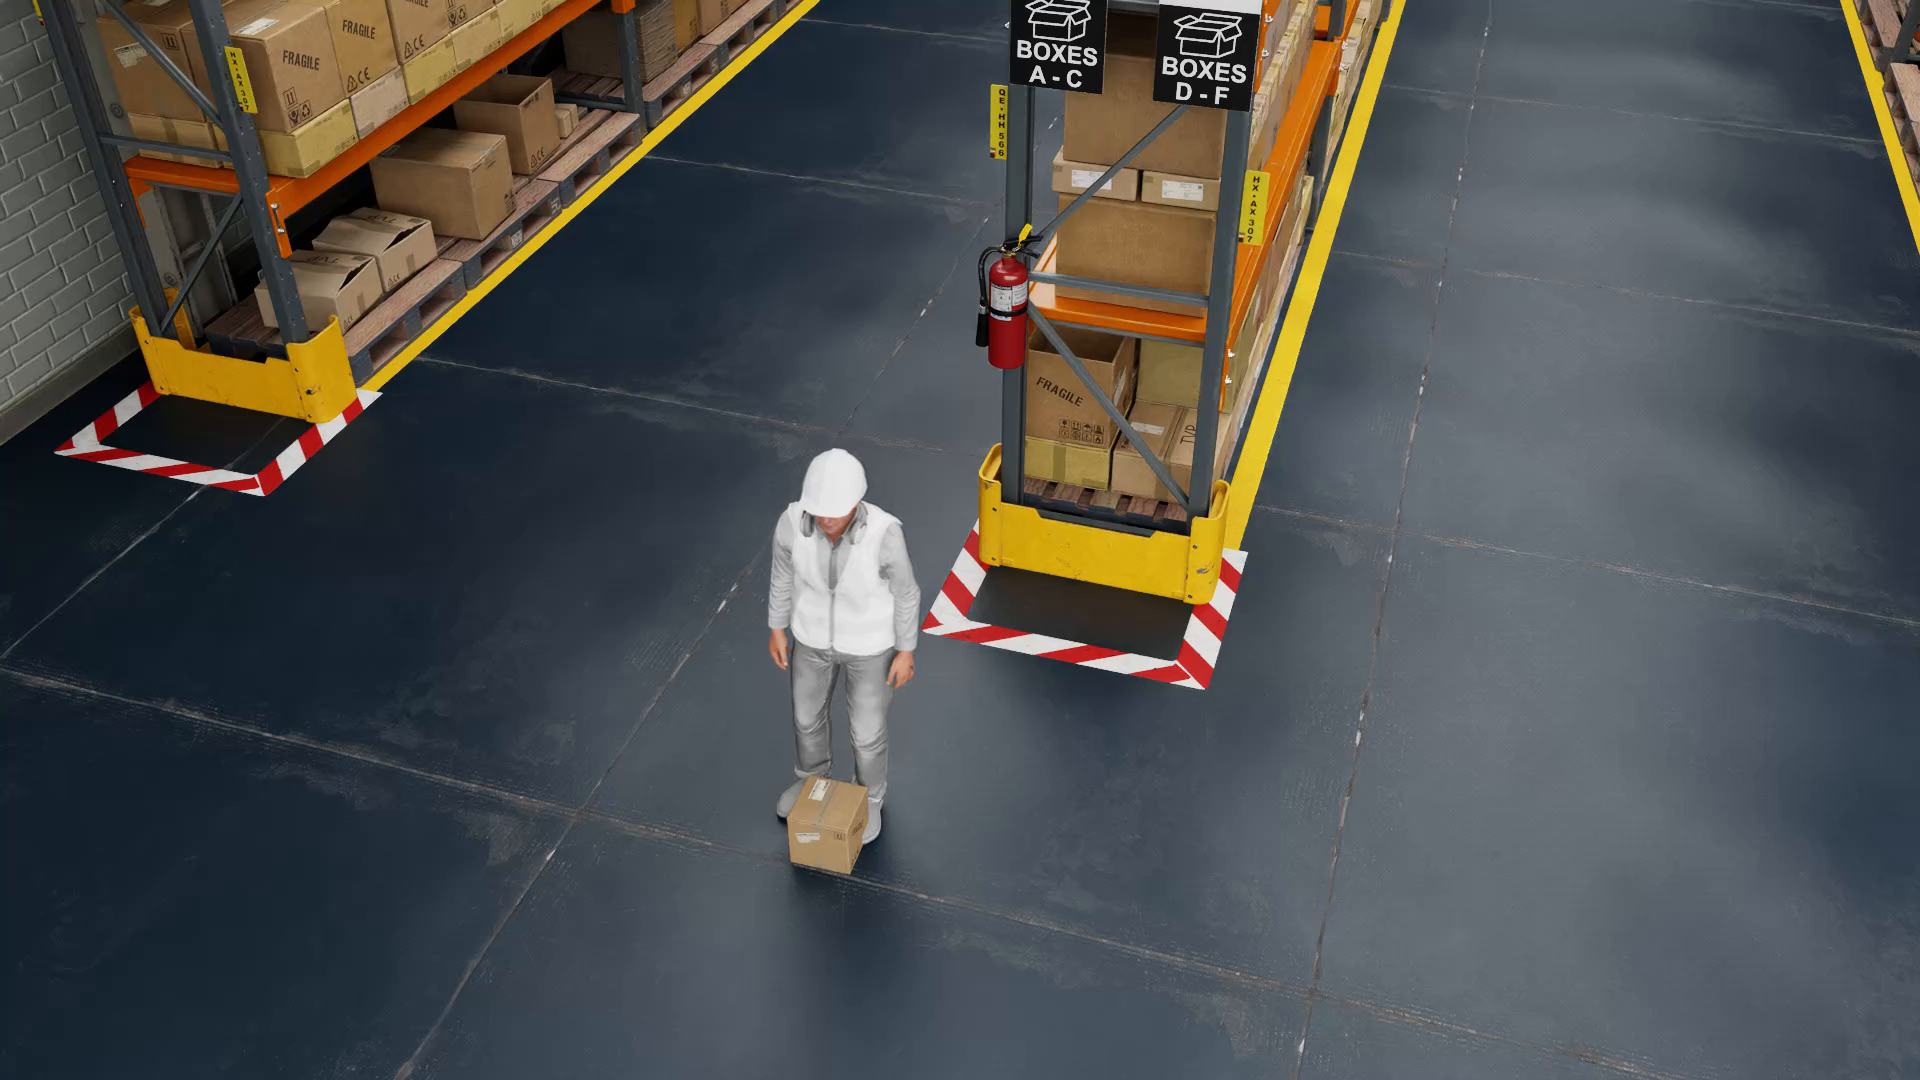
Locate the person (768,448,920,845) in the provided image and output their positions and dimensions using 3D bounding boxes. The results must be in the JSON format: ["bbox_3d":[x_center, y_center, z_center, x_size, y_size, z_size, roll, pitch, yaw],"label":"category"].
[{"bbox_3d":[-0.445,0.380,6.363,0.589,1.770,0.465,9,38,12],"label":"person"}]
